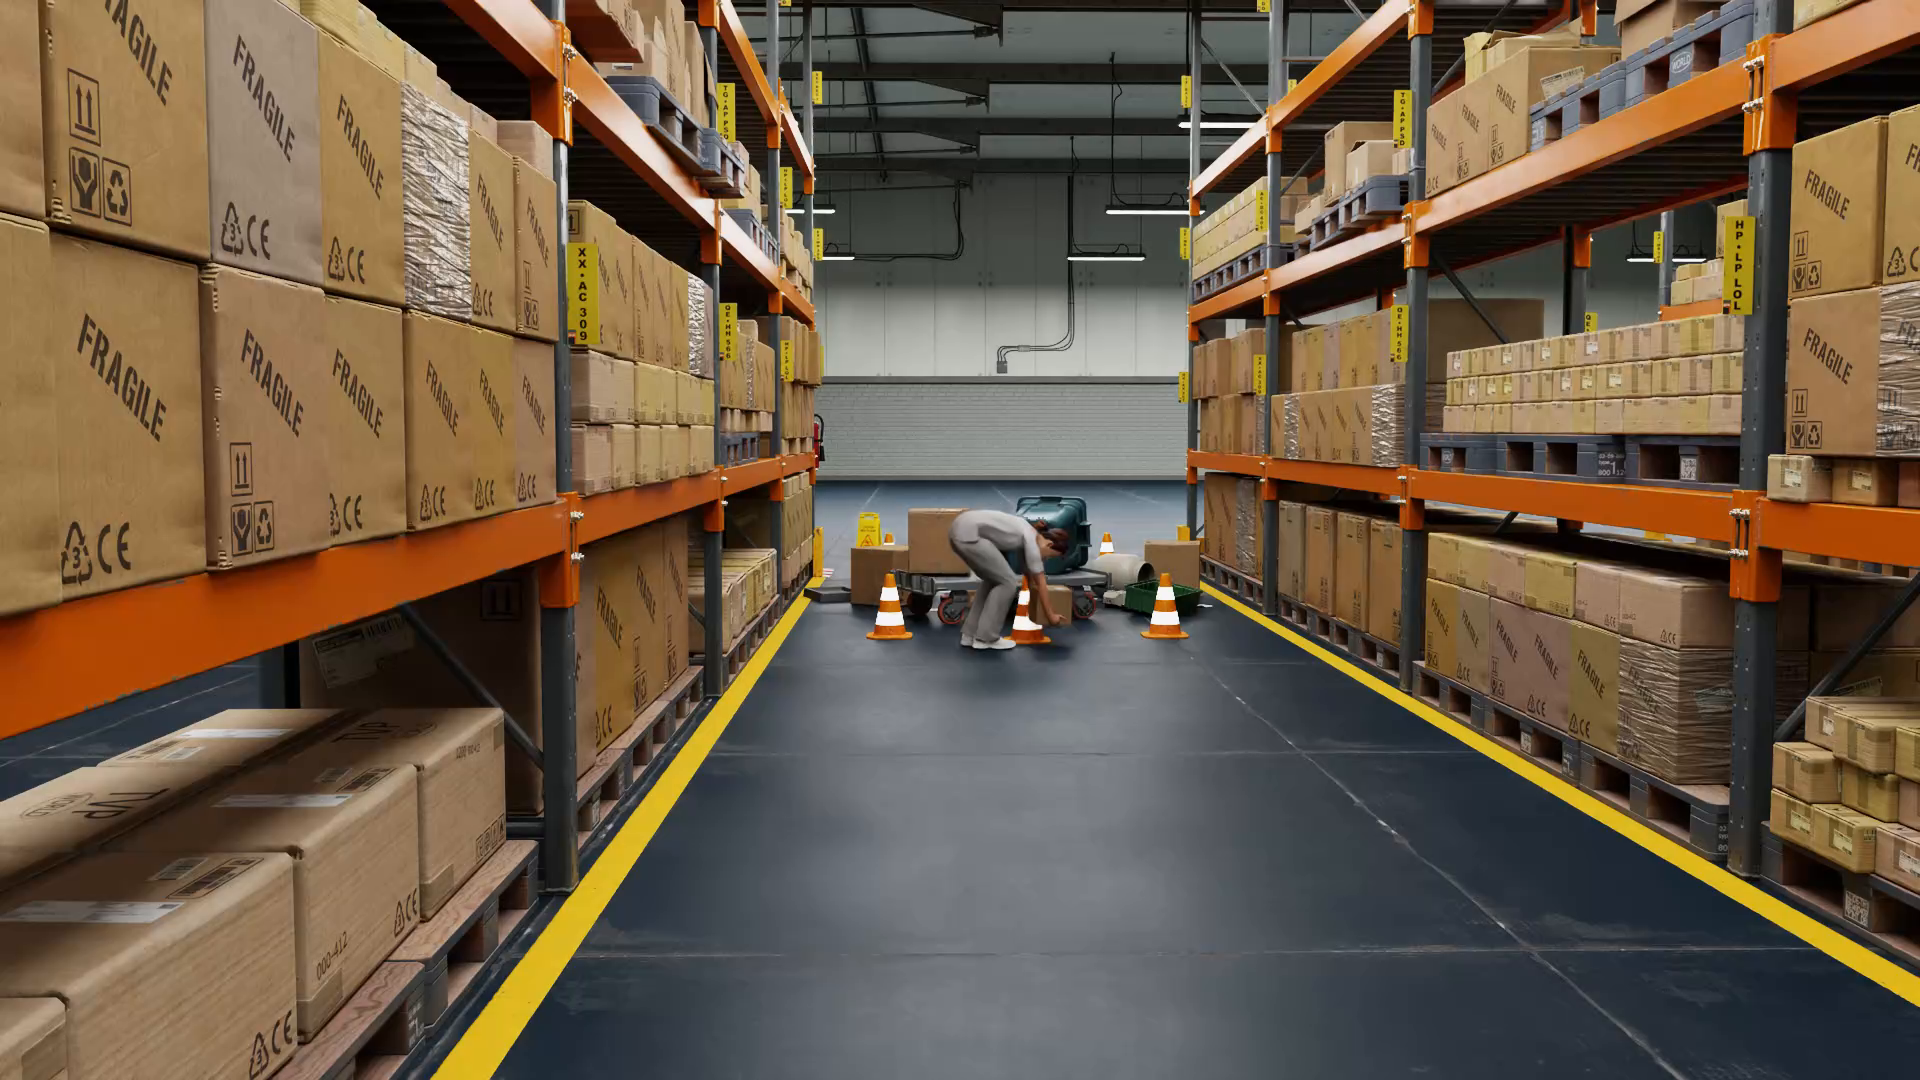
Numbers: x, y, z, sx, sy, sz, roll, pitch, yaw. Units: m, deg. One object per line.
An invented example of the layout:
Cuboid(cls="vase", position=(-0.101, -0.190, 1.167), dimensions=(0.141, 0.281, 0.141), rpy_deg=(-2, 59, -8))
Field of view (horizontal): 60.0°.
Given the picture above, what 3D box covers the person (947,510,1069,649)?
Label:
Cuboid(cls="person", position=(0.342, 0.269, 11.698), dimensions=(0.860, 0.972, 0.439), rpy_deg=(-1, 4, -13))
